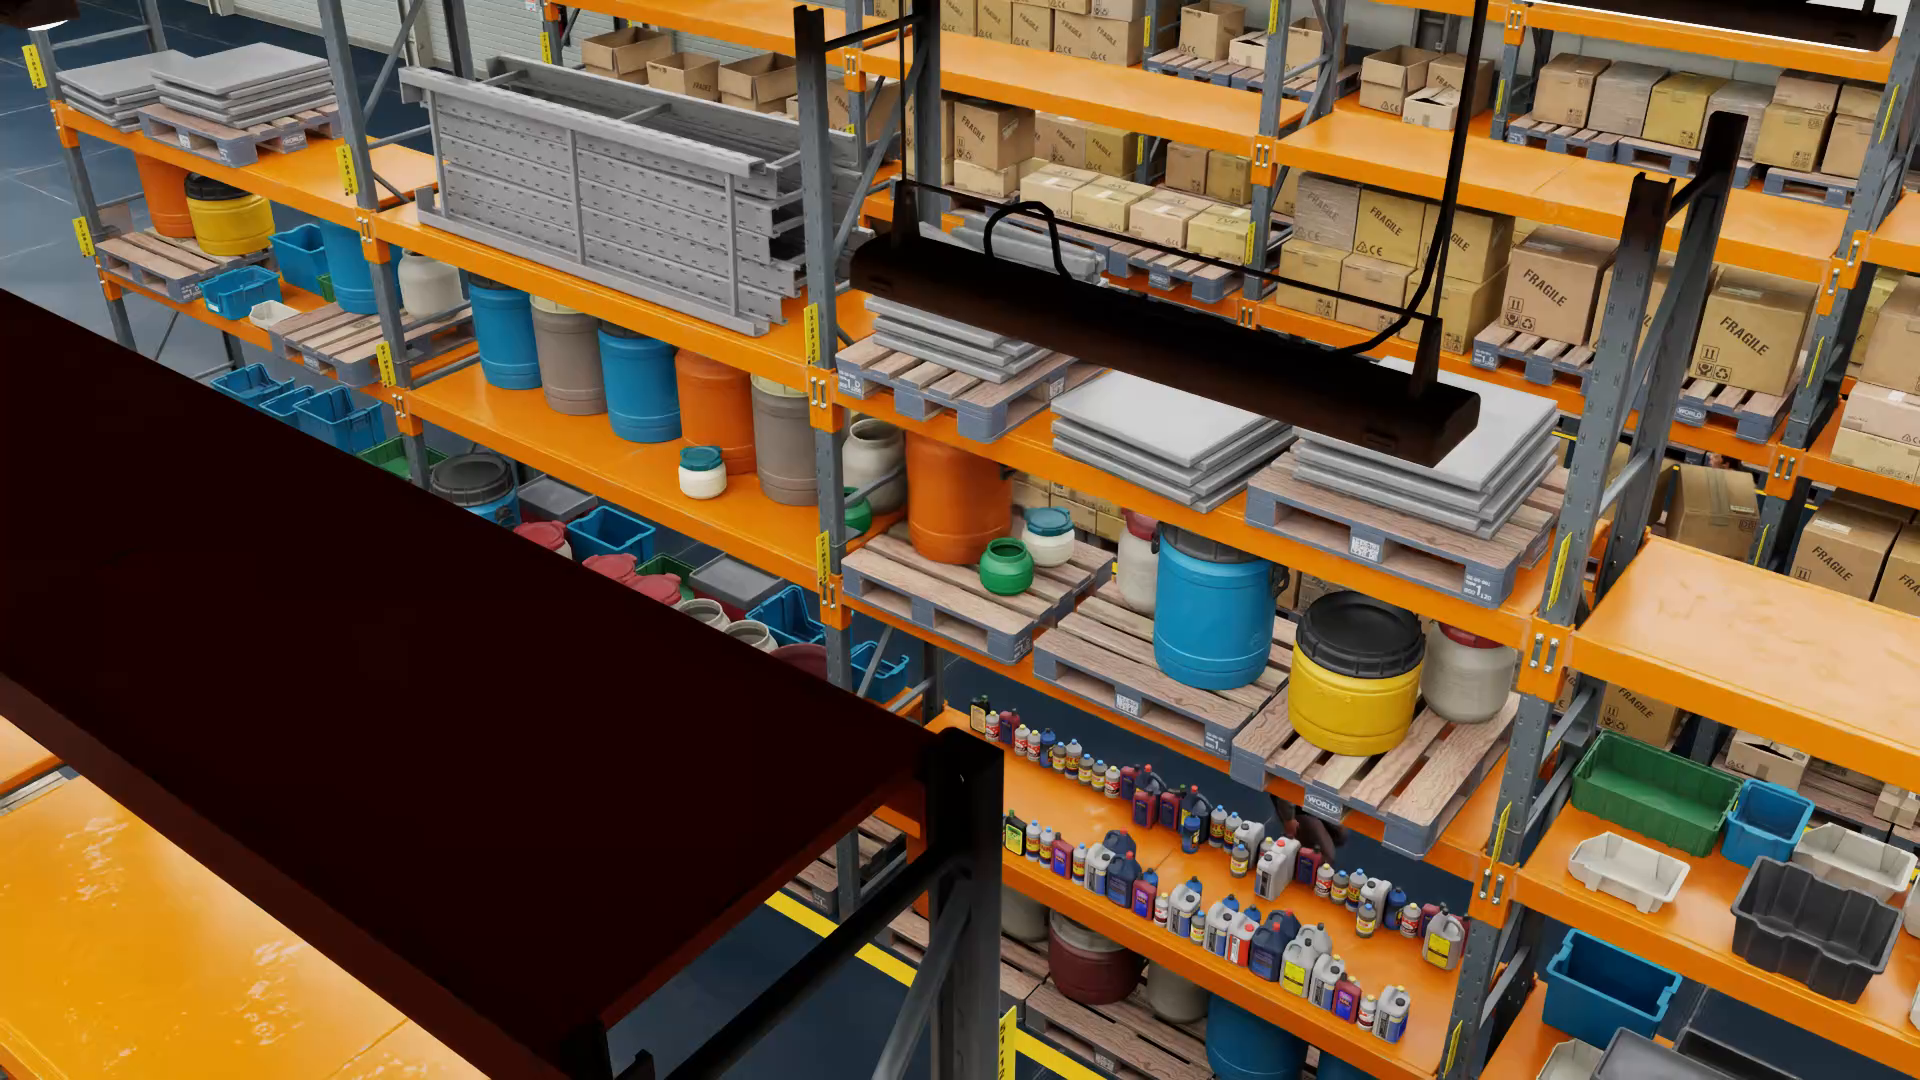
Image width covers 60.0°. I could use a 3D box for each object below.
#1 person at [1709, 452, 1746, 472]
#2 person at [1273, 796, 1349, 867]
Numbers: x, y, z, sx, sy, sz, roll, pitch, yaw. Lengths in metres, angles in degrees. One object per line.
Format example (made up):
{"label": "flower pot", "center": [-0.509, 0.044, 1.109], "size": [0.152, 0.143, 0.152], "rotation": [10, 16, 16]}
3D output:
{"label": "person", "center": [6.396, -0.050, 13.849], "size": [0.535, 1.582, 0.694], "rotation": [-24, 39, -34]}
{"label": "person", "center": [2.250, 1.651, 10.636], "size": [0.489, 1.646, 0.637], "rotation": [23, 38, 33]}
